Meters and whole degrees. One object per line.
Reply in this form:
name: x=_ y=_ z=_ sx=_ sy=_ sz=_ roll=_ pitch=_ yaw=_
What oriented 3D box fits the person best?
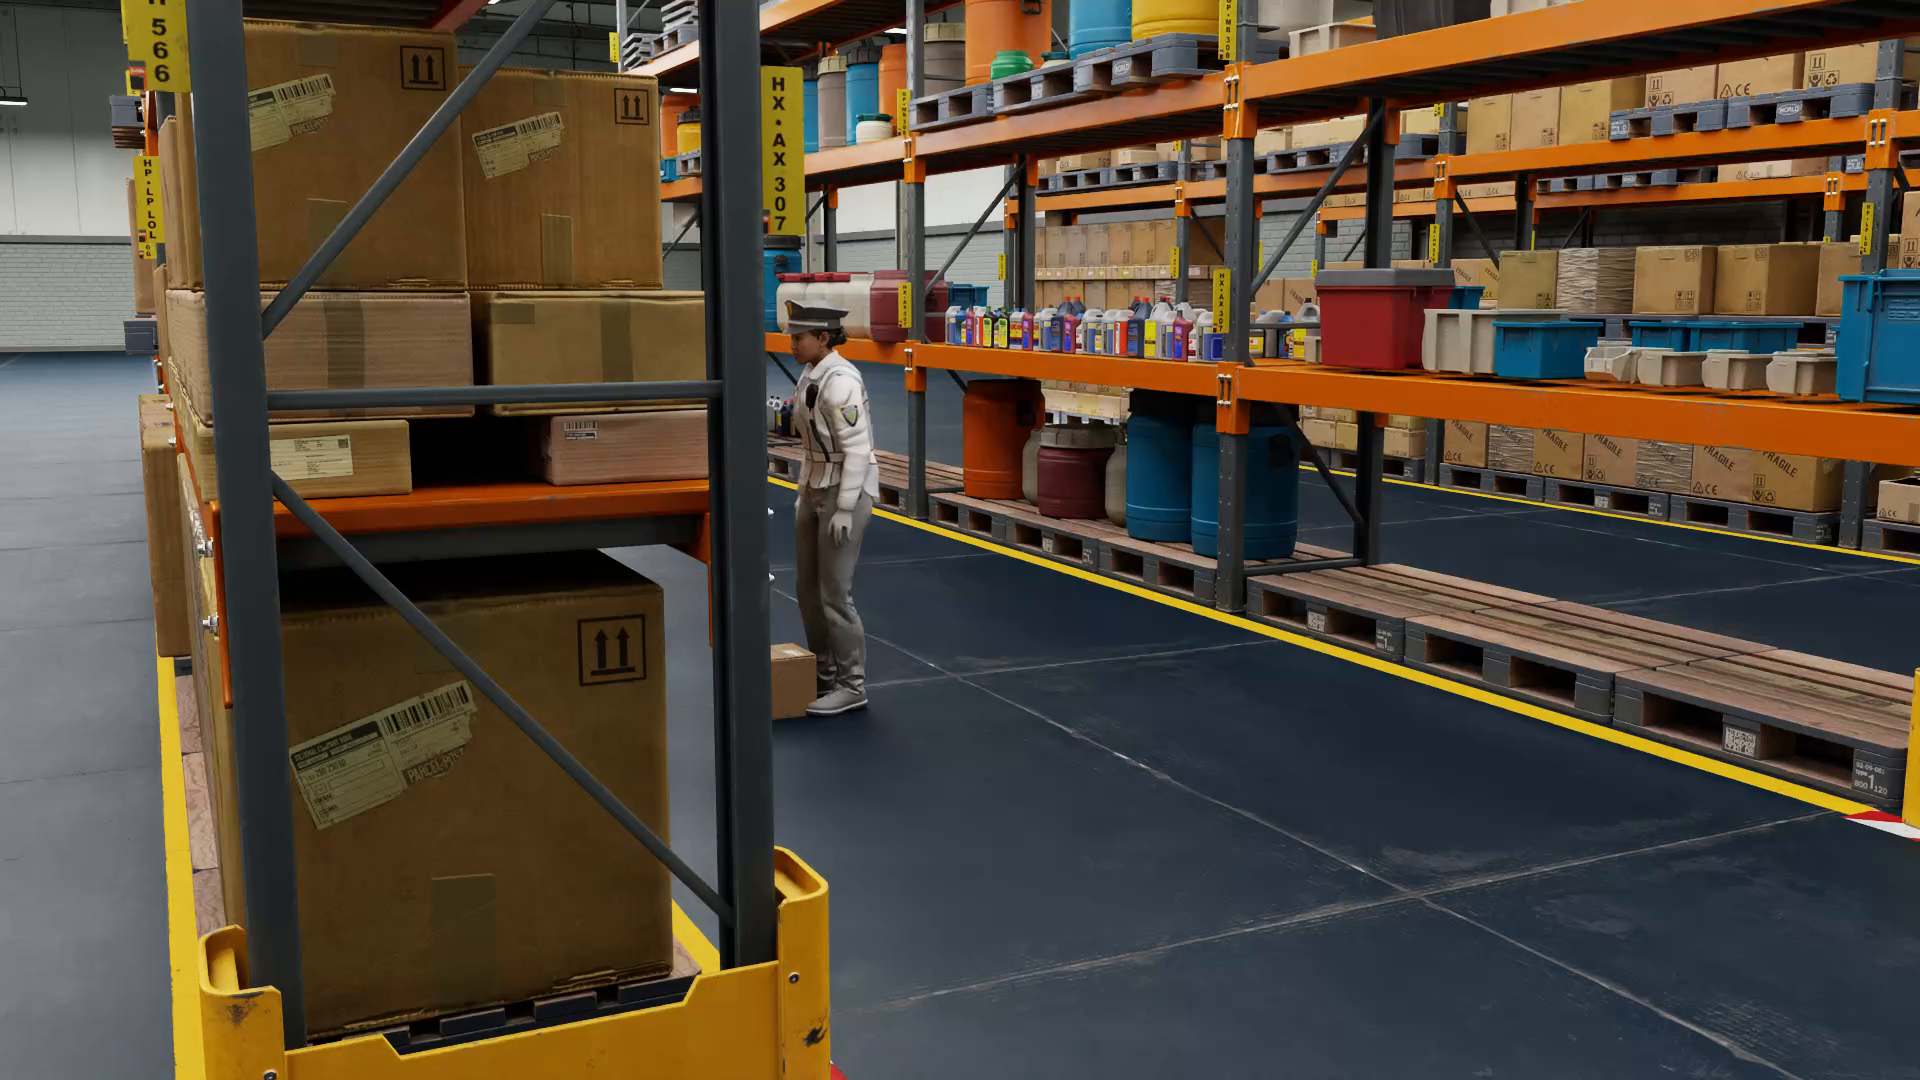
person: x=-0.535 y=-0.140 z=6.762 sx=0.376 sy=1.662 sz=0.527 roll=-4 pitch=10 yaw=-26
